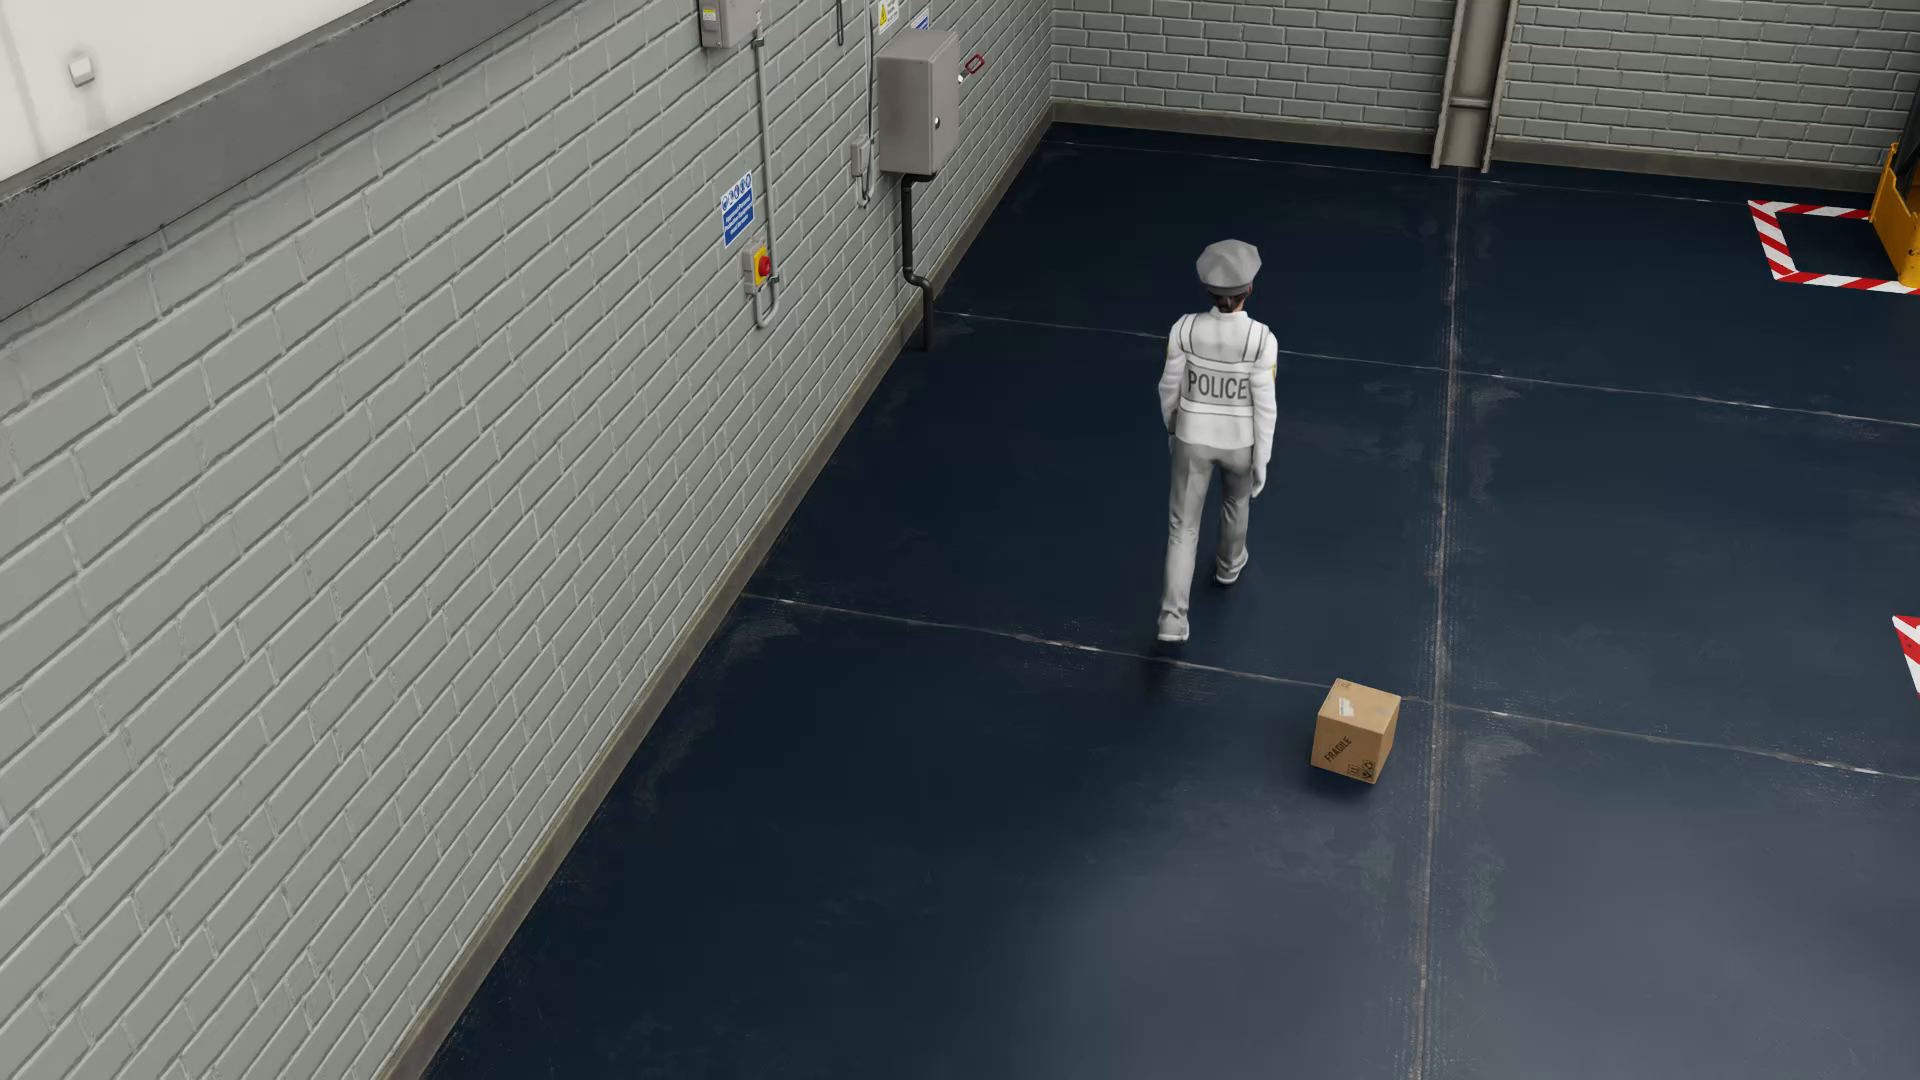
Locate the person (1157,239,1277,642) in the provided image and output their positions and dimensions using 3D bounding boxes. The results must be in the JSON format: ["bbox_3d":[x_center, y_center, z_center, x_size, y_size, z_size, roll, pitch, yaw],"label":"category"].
[{"bbox_3d":[1.021,-0.396,6.717,0.483,1.638,0.977,7,34,11],"label":"person"}]
